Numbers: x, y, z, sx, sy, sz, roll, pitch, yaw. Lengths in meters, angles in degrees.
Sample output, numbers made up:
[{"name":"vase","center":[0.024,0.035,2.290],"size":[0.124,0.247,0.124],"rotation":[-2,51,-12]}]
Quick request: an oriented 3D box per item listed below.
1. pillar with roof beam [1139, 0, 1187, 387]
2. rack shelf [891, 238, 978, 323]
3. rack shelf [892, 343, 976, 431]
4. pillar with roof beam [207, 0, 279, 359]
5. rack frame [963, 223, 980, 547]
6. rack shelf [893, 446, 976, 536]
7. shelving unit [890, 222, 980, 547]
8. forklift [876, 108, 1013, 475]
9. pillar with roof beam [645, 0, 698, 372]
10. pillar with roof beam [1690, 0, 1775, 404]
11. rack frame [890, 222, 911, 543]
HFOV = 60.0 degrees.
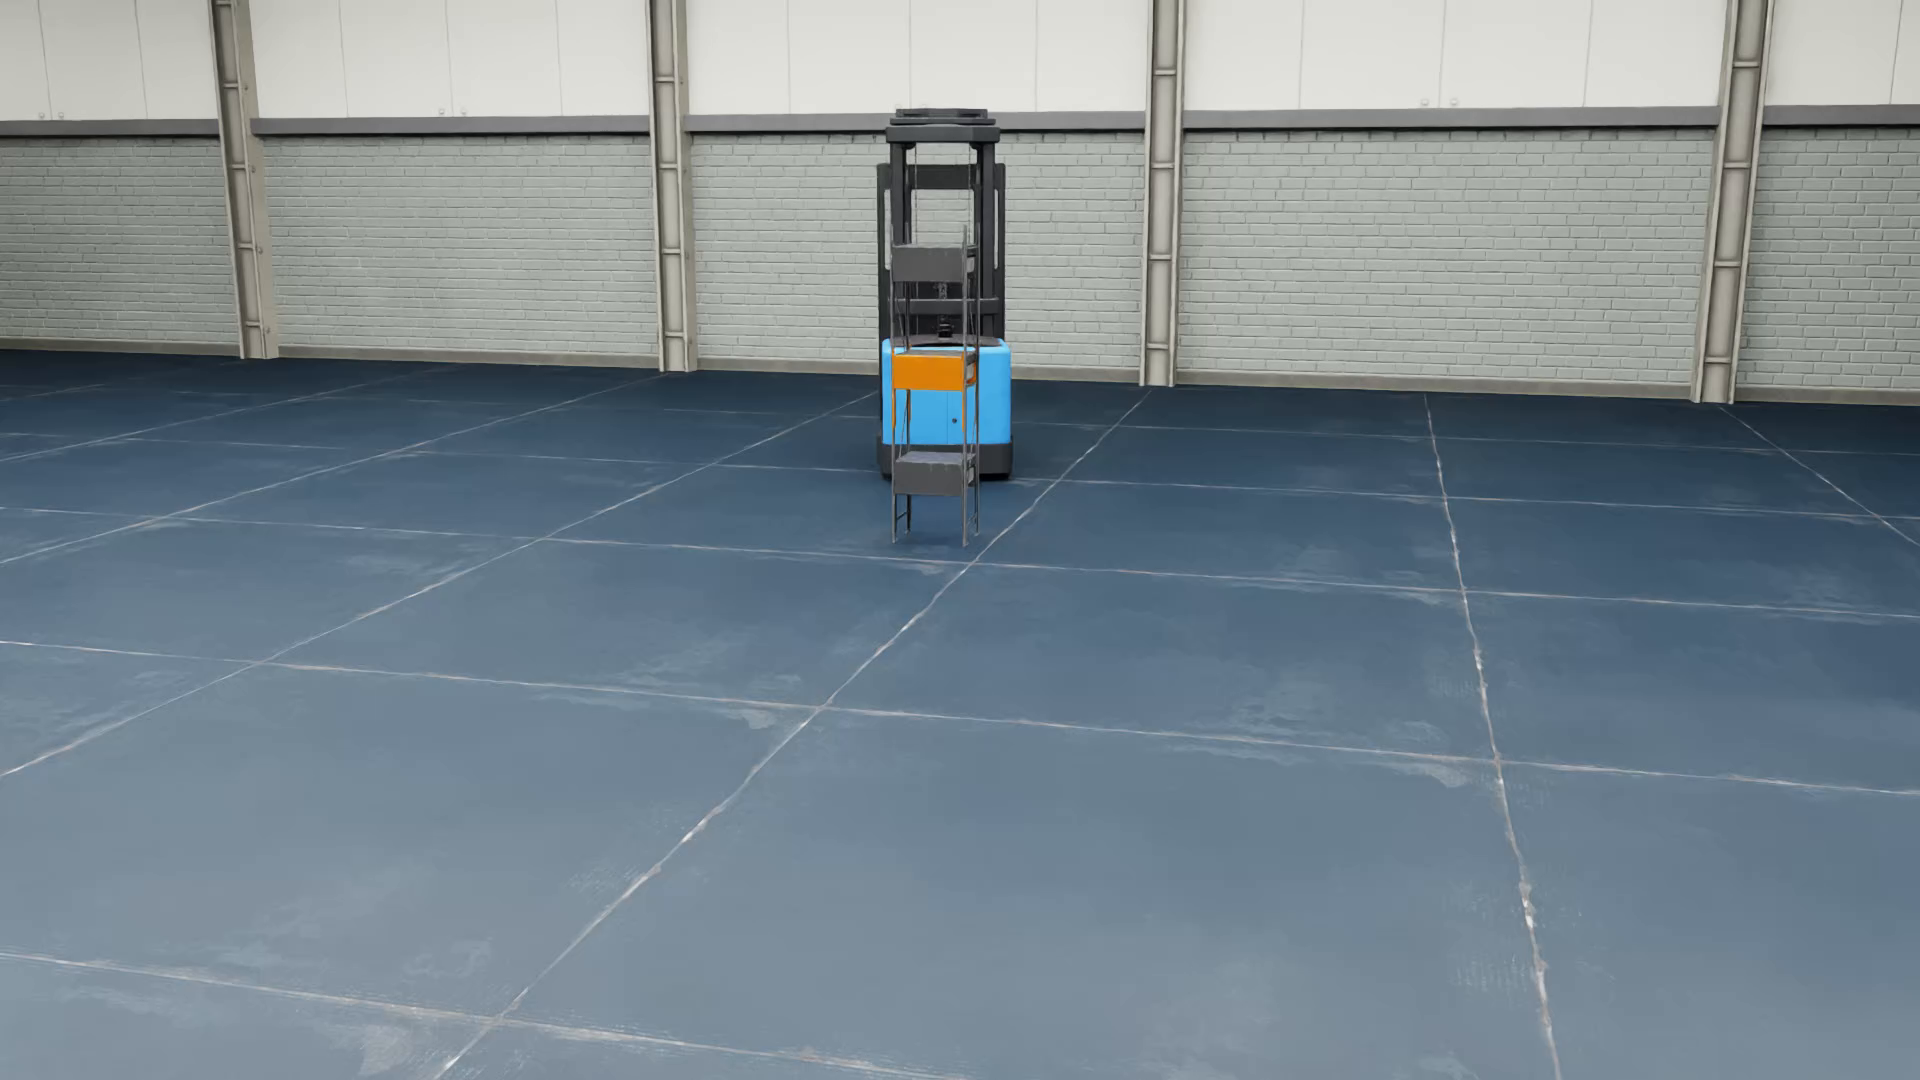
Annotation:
[{"name":"pillar with roof beam","center":[1.277,-5.300,14.348],"size":[0.400,9.000,9.100],"rotation":[3,13,14]},{"name":"rack shelf","center":[-0.161,-1.704,10.896],"size":[0.480,0.518,0.431],"rotation":[3,13,14]},{"name":"rack shelf","center":[-0.161,-1.020,11.048],"size":[0.480,0.518,0.431],"rotation":[3,13,14]},{"name":"pillar with roof beam","center":[-10.373,-5.923,17.155],"size":[0.400,9.000,9.100],"rotation":[3,13,14]},{"name":"rack frame","center":[0.076,-1.021,10.988],"size":[0.015,2.100,0.400],"rotation":[3,13,14]},{"name":"rack shelf","center":[-0.161,-0.337,11.200],"size":[0.480,0.518,0.431],"rotation":[3,13,14]},{"name":"shelving unit","center":[-0.161,-1.034,11.045],"size":[0.503,2.100,0.431],"rotation":[3,13,14]},{"name":"forklift","center":[-0.172,-2.216,14.457],"size":[1.130,2.935,3.031],"rotation":[-1,13,-3]},{"name":"pillar with roof beam","center":[-4.548,-5.612,15.751],"size":[0.400,9.000,9.100],"rotation":[3,13,14]},{"name":"pillar with roof beam","center":[7.102,-4.989,12.945],"size":[0.400,9.000,9.100],"rotation":[3,13,14]},{"name":"rack frame","center":[-0.398,-1.046,11.102],"size":[0.015,2.100,0.400],"rotation":[3,13,14]}]
